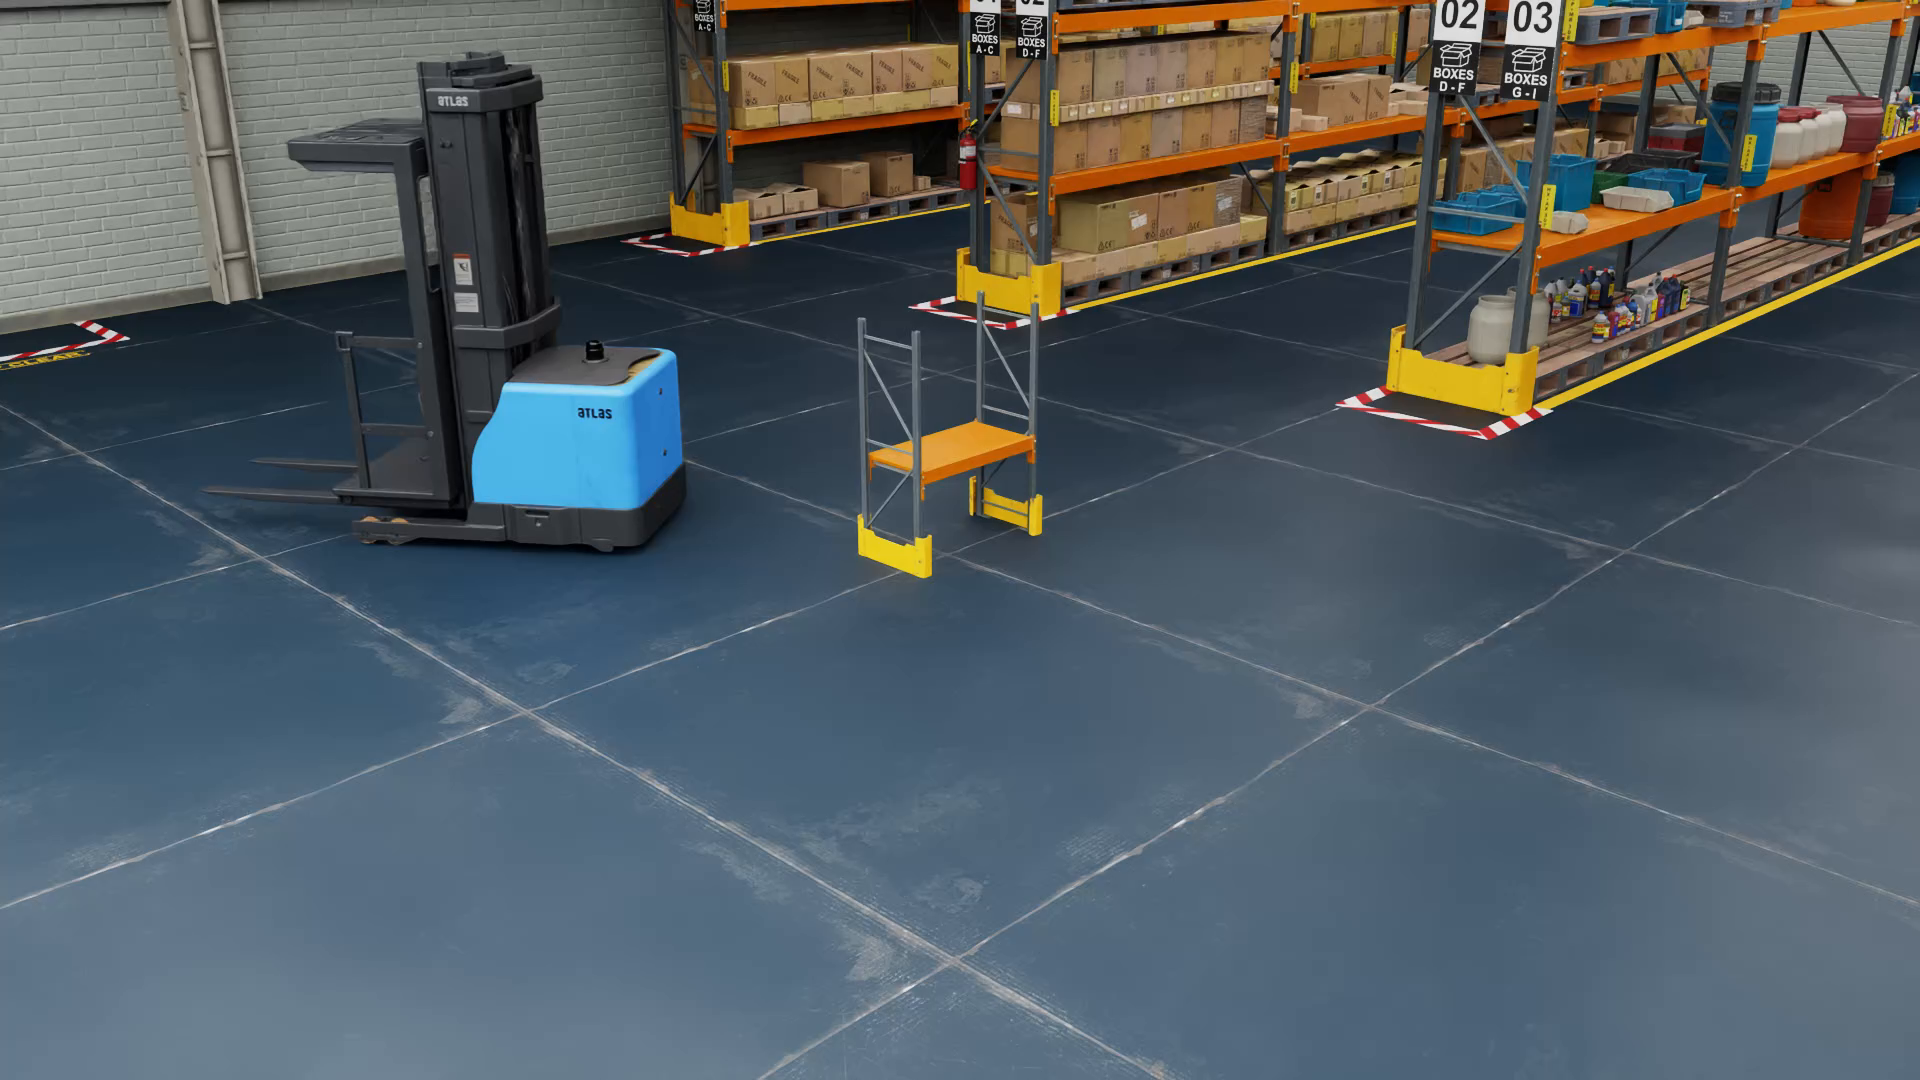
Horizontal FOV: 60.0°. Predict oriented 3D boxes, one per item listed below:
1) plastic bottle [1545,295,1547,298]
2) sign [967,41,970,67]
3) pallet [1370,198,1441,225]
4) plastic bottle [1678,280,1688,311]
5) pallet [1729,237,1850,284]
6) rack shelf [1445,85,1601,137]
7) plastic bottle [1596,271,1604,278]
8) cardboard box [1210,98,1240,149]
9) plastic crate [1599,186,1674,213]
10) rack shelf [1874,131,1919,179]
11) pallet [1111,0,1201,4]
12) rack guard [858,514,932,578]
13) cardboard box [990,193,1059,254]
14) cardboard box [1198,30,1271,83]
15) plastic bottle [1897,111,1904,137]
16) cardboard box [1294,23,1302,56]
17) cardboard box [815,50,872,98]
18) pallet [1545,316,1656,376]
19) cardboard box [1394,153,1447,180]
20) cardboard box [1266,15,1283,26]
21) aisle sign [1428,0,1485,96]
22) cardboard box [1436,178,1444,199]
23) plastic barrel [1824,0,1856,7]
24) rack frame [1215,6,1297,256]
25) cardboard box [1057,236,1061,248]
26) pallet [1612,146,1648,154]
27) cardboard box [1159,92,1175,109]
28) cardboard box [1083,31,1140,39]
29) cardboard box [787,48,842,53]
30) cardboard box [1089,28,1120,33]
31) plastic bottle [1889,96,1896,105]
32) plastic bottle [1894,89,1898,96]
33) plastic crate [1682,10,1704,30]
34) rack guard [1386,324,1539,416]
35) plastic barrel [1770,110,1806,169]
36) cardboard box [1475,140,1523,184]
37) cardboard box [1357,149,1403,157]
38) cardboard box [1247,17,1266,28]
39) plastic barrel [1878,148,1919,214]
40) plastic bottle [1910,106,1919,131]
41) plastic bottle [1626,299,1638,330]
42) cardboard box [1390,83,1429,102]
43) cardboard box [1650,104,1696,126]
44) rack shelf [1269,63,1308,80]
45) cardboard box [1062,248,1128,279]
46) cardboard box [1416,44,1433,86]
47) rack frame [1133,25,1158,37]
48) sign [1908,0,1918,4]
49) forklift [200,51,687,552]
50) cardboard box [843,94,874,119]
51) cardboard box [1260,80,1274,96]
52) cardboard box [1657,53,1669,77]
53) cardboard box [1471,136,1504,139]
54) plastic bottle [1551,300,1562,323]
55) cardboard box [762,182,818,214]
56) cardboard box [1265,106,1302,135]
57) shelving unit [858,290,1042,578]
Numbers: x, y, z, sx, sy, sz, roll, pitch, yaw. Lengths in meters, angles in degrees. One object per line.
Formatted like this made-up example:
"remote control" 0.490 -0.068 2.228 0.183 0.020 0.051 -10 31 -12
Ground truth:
"plastic bottle" 5.205 -2.100 15.041 0.152 0.276 0.135 20 28 41
"sign" 0.129 -6.305 21.590 0.100 0.325 0.005 19 28 41
"pallet" 5.475 -4.320 21.520 1.003 0.211 1.213 19 28 41
"plastic bottle" 6.734 -2.286 15.514 0.133 0.283 0.061 -18 28 -39
"pallet" 9.056 -3.092 18.325 1.003 0.211 1.213 19 28 41
"rack shelf" 7.473 -6.002 23.012 1.077 0.370 4.000 19 28 41
"plastic bottle" 6.091 -2.427 15.890 0.135 0.276 0.152 -19 28 -40
"cardboard box" 2.619 -4.589 18.194 0.700 0.500 0.500 19 28 40
"plastic crate" 5.882 -2.951 14.439 0.530 0.136 0.437 19 28 41
"rack shelf" 11.019 -4.761 19.784 1.077 0.370 4.000 19 28 41
"pallet" 1.860 -5.616 16.949 1.003 0.211 1.213 19 28 41
"rack guard" -0.401 0.031 10.146 0.587 0.250 0.087 19 28 41
"cardboard box" 0.657 -3.242 17.031 0.500 0.500 0.500 19 28 41
"cardboard box" 2.982 -5.332 18.319 0.700 0.500 0.500 19 28 41
"plastic bottle" 10.606 -4.701 18.786 0.061 0.283 0.133 19 28 41
"cardboard box" 5.175 -8.104 26.896 0.500 0.500 0.500 19 28 40
"cardboard box" -1.438 -5.734 20.449 0.500 0.500 0.500 -19 28 -40
"pallet" 5.484 -1.776 14.901 1.003 0.211 1.213 19 28 41
"cardboard box" 5.888 -4.802 21.352 0.500 0.311 0.500 -19 28 -41
"cardboard box" 4.810 -8.323 26.419 0.500 0.250 0.500 -19 28 -41
"aisle sign" 3.780 -3.796 12.646 0.394 0.787 0.004 19 28 41
"cardboard box" 5.885 -4.540 21.452 0.500 0.250 0.500 -19 28 -41
"plastic barrel" 8.904 -5.533 16.801 0.301 0.262 0.301 0 21 0
"rack frame" 3.287 -4.795 18.870 1.000 3.000 0.127 19 28 41
"cardboard box" 0.999 -3.023 17.506 0.500 0.250 0.500 19 28 41
"pallet" 10.199 -6.042 25.999 1.003 0.211 1.213 19 28 41
"cardboard box" 1.997 -4.559 17.210 0.380 0.149 0.250 20 28 41
"cardboard box" 2.205 -7.191 24.351 0.700 0.500 0.500 15 26 35
"cardboard box" -1.812 -5.860 20.776 0.500 0.500 0.500 -20 29 -41
"cardboard box" 2.093 -7.435 24.080 0.380 0.149 0.250 14 25 32
"plastic bottle" 11.281 -5.254 20.235 0.152 0.276 0.135 19 28 41
"plastic bottle" 11.760 -5.535 20.957 0.061 0.283 0.133 19 28 41
"plastic crate" 6.003 -4.318 13.815 0.243 0.136 0.396 19 28 41
"rack guard" 4.062 -1.391 13.497 1.175 0.500 0.348 19 28 41
"plastic barrel" 8.170 -3.998 16.605 0.433 0.535 0.433 0 21 0
"cardboard box" 7.314 -5.171 22.719 0.500 0.500 0.500 19 28 40
"cardboard box" 5.502 -4.937 21.704 0.500 0.311 0.500 -19 28 -40
"cardboard box" 4.454 -8.191 26.078 0.500 0.250 0.500 -19 28 -41
"plastic barrel" 11.529 -4.510 20.467 0.600 0.901 0.708 19 28 41
"plastic bottle" 11.125 -4.912 19.346 0.152 0.276 0.135 19 28 41
"plastic bottle" 5.981 -2.012 14.819 0.097 0.271 0.097 0 21 0
"cardboard box" 5.792 -5.700 21.346 0.500 0.311 0.500 -18 27 -39
"cardboard box" 11.455 -6.717 26.741 0.500 0.500 0.500 19 28 41
"rack shelf" 3.921 -7.241 26.235 1.077 0.370 4.000 19 28 41
"cardboard box" 1.376 -2.891 17.163 0.500 0.250 0.500 19 28 41
"cardboard box" 6.436 -6.256 21.946 0.700 0.500 0.500 9 23 23
"rack frame" 2.526 -7.063 24.768 1.000 3.000 0.127 19 28 41
"sign" 10.023 -5.798 17.444 0.100 0.325 0.005 19 28 41
"forklift" -3.388 -1.519 10.442 3.031 2.935 1.130 3 21 8
"cardboard box" -1.421 -5.387 20.591 0.500 0.250 0.500 20 28 41
"cardboard box" 3.251 -5.021 18.414 0.380 0.149 0.250 19 28 41
"cardboard box" 10.478 -7.353 25.385 0.500 0.500 0.500 19 28 40
"cardboard box" 7.285 -5.431 23.394 0.500 0.500 0.500 18 27 39
"plastic bottle" 5.405 -2.075 15.079 0.097 0.201 0.097 0 21 0
"cardboard box" -2.110 -4.258 20.607 0.500 0.311 0.500 -17 27 -38
"cardboard box" 3.599 -4.863 19.255 0.500 0.250 0.500 -18 27 -39
"shelving unit" -0.053 -0.680 10.255 0.587 1.500 1.083 19 28 41
